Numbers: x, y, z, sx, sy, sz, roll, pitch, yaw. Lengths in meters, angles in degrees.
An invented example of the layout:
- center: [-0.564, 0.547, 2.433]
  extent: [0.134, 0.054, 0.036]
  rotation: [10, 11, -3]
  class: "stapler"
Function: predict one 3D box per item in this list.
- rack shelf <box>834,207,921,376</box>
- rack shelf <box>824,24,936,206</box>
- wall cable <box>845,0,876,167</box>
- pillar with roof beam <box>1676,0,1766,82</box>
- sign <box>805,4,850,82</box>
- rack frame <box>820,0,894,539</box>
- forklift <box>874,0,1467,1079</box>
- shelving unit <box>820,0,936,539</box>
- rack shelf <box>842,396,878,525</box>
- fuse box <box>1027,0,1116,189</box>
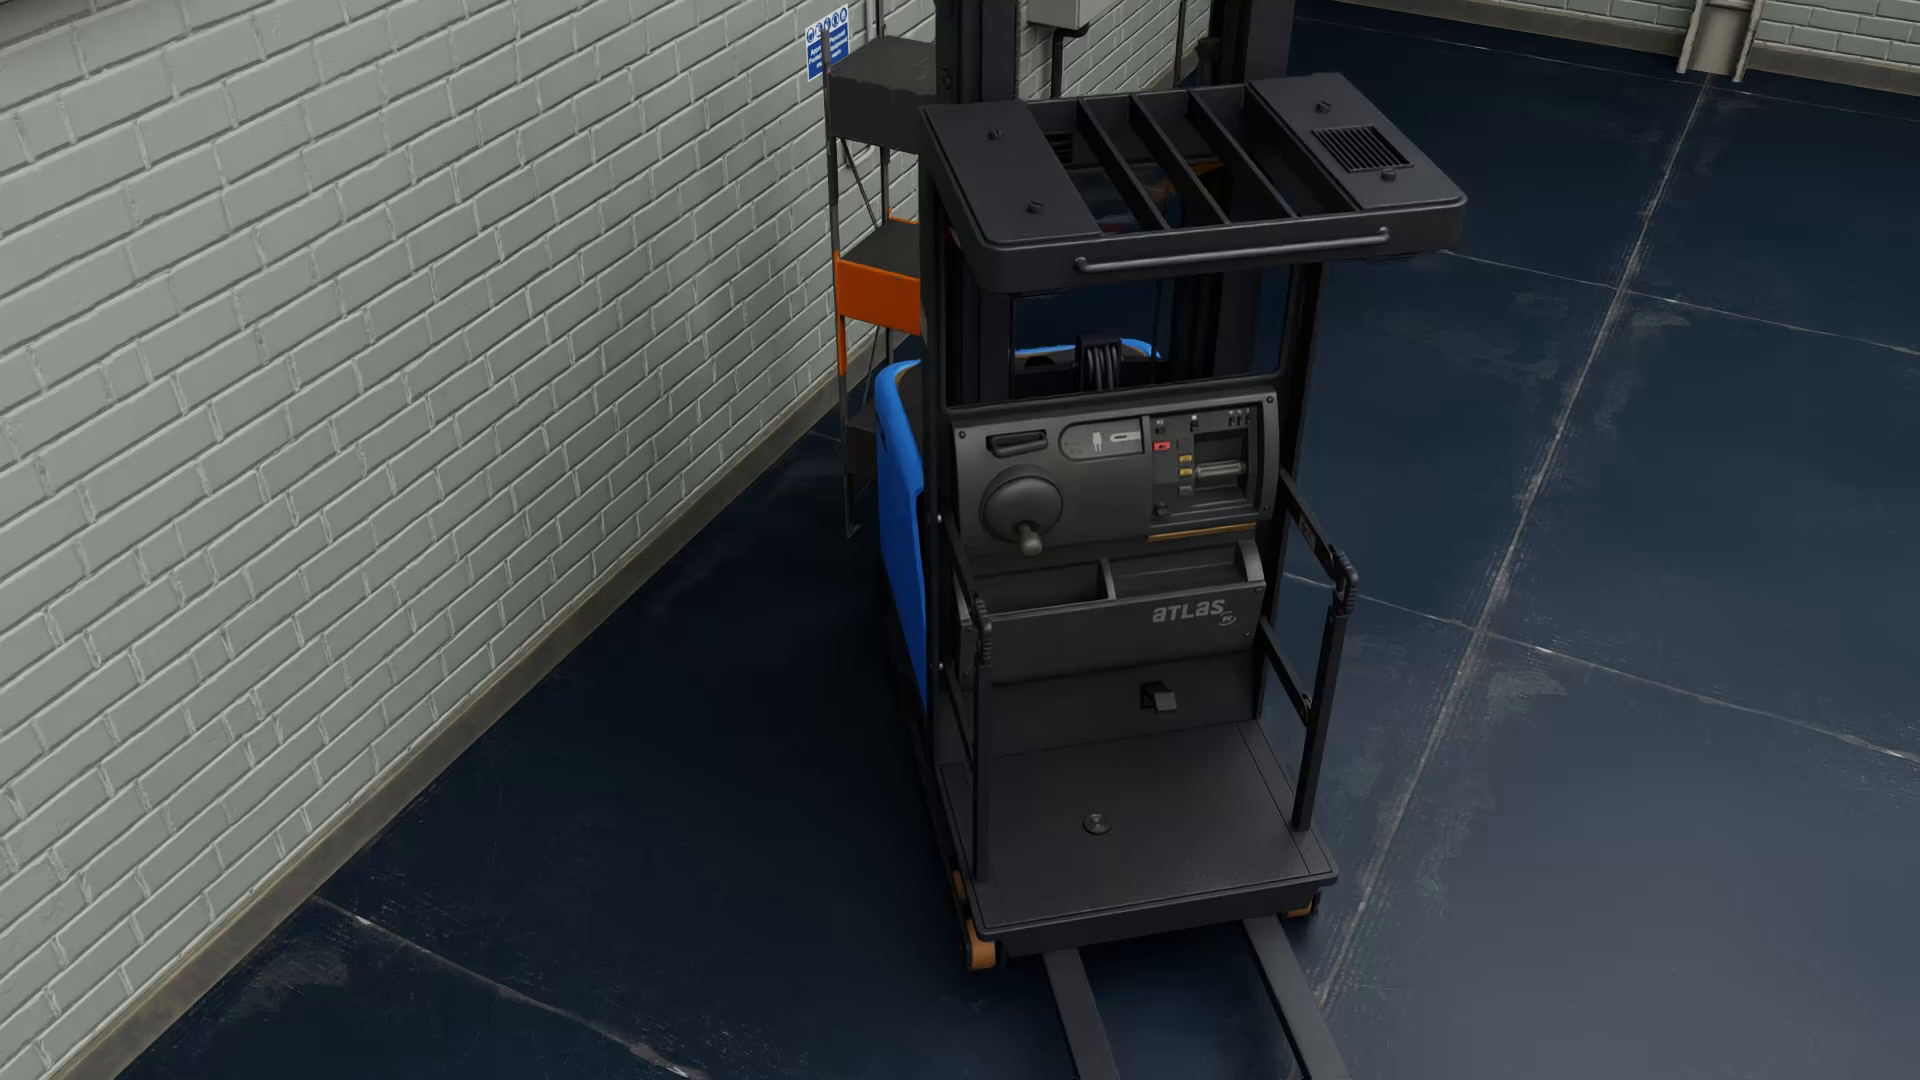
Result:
- center: [-0.147, -0.872, 6.184]
  extent: [0.480, 0.518, 0.431]
  rotation: [17, 41, 21]
  class: "rack shelf"
- center: [-0.147, -1.429, 5.761]
  extent: [0.480, 0.518, 0.431]
  rotation: [17, 41, 21]
  class: "rack shelf"
- center: [-0.453, -2.317, 6.455]
  extent: [0.123, 1.953, 0.585]
  rotation: [17, 41, 21]
  class: "wall cable"
- center: [2.884, -4.322, 5.001]
  extent: [0.400, 9.000, 9.100]
  rotation: [17, 41, 21]
  class: "pillar with roof beam"
- center: [-0.530, -1.998, 6.678]
  extent: [0.001, 0.218, 0.327]
  rotation: [17, 41, 21]
  class: "sign"
- center: [-0.364, -0.950, 6.265]
  extent: [0.015, 2.100, 0.400]
  rotation: [17, 41, 21]
  class: "rack frame"
- center: [0.489, -0.117, 4.479]
  extent: [1.130, 2.935, 3.031]
  rotation: [-7, 38, -9]
  class: "forklift"
- center: [-0.147, -0.882, 6.176]
  extent: [0.503, 2.100, 0.431]
  rotation: [17, 41, 21]
  class: "shelving unit"
- center: [-0.147, -0.314, 6.607]
  extent: [0.480, 0.518, 0.431]
  rotation: [17, 41, 21]
  class: "rack shelf"
- center: [0.642, -2.474, 8.594]
  extent: [0.414, 1.711, 0.539]
  rotation: [17, 41, 21]
  class: "fuse box"
